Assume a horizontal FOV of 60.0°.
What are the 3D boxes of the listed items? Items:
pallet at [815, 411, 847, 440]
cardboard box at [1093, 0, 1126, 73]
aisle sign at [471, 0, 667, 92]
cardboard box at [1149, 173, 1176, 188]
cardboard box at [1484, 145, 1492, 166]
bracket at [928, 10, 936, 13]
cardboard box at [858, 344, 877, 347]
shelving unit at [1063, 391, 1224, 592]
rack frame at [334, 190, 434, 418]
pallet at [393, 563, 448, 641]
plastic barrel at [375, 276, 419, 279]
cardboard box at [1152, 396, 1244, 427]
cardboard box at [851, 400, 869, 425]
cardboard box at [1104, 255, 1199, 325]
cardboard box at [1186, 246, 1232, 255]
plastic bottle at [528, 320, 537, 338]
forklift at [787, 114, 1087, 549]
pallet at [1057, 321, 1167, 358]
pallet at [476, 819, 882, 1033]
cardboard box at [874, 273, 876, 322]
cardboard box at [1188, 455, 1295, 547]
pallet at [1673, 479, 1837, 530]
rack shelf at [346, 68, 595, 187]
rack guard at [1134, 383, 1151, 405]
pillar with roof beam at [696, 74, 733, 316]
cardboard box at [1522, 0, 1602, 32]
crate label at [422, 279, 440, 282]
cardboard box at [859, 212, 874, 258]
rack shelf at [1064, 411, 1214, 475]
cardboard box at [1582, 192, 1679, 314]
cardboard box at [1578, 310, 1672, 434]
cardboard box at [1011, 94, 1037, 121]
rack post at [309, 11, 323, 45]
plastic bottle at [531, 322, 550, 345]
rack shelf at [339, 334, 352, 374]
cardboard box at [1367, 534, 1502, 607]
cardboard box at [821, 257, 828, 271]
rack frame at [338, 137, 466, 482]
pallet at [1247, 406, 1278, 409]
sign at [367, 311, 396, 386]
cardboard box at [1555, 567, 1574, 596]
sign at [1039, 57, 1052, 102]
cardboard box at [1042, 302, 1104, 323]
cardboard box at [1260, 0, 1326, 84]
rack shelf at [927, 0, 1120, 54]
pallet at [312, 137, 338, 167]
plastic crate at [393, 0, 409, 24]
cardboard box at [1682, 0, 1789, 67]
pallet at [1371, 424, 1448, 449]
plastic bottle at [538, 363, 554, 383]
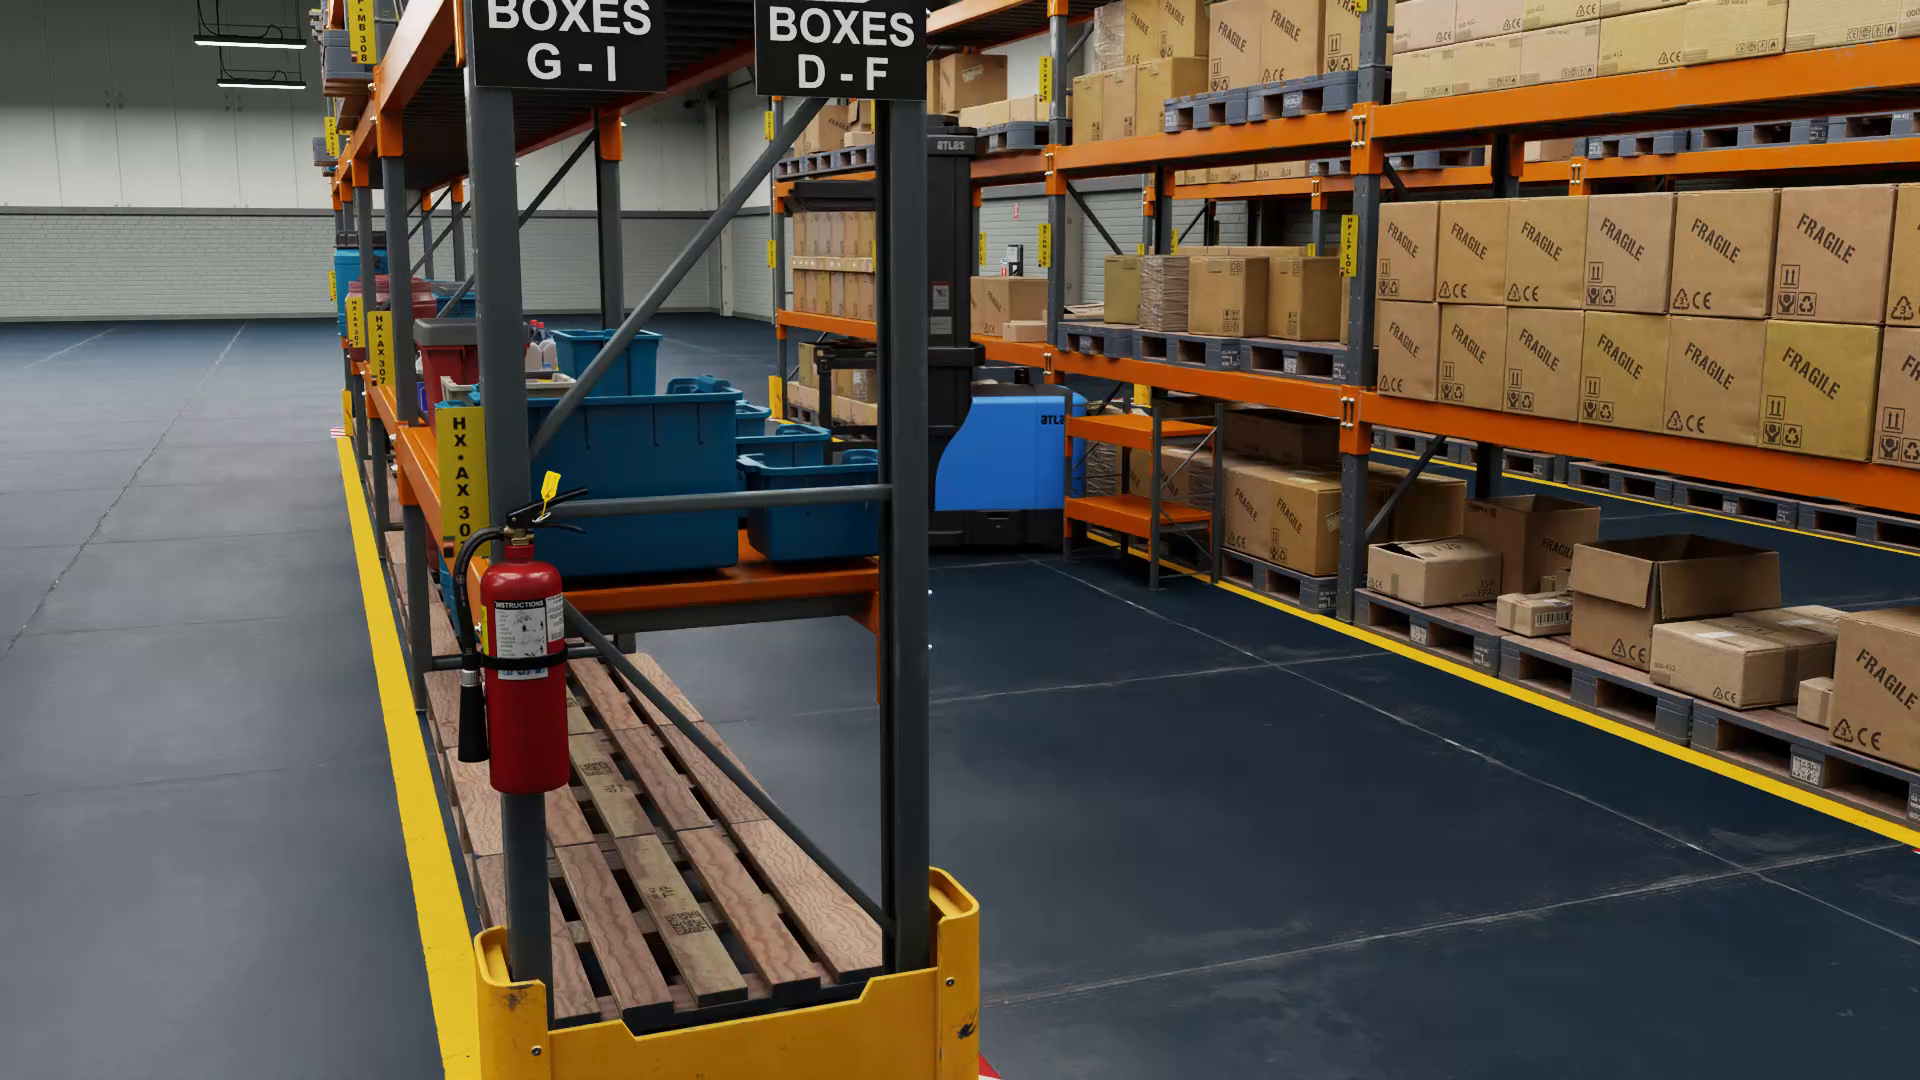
[{"bbox_3d":[-0.987,-1.311,18.690,1.003,0.211,1.213,-4,11,-21],"label":"pallet"},{"bbox_3d":[1.309,-3.646,12.148,0.500,0.500,0.500,-4,11,-21],"label":"cardboard box"},{"bbox_3d":[-0.809,-1.330,3.406,0.394,0.787,0.004,-4,11,-21],"label":"aisle sign"},{"bbox_3d":[2.762,-4.786,21.352,0.500,0.500,0.500,-4,11,-19],"label":"cardboard box"},{"bbox_3d":[5.389,-3.769,15.629,0.797,0.503,0.637,-2,10,-13],"label":"cardboard box"},{"bbox_3d":[-0.595,-9.855,31.351,0.235,0.232,0.430,-4,11,-21],"label":"bracket"},{"bbox_3d":[-0.894,-1.997,19.090,0.500,0.500,0.500,-4,11,-21],"label":"cardboard box"},{"bbox_3d":[1.149,-0.340,10.621,0.538,1.125,1.048,-5,11,-27],"label":"shelving unit"},{"bbox_3d":[-6.360,-2.692,18.486,1.000,3.000,0.127,-4,11,-21],"label":"rack frame"},{"bbox_3d":[-2.698,0.312,9.563,1.003,0.211,1.213,-4,11,-21],"label":"pallet"},{"bbox_3d":[-4.502,-1.816,13.175,0.433,0.535,0.433,0,10,0],"label":"plastic barrel"},{"bbox_3d":[1.739,-0.908,12.199,0.500,0.250,0.500,-3,11,-19],"label":"cardboard box"},{"bbox_3d":[-0.836,-1.349,17.594,0.500,0.250,0.500,-4,11,-21],"label":"cardboard box"},{"bbox_3d":[1.490,-1.860,12.326,0.700,0.500,0.500,-9,13,-40],"label":"cardboard box"},{"bbox_3d":[3.118,-3.362,20.488,0.500,0.500,0.500,-4,11,-23],"label":"cardboard box"},{"bbox_3d":[-2.484,-1.107,9.721,0.144,0.351,0.185,-4,11,-21],"label":"plastic bottle"},{"bbox_3d":[-0.676,-1.419,11.531,3.031,2.935,1.130,-1,10,-6],"label":"forklift"},{"bbox_3d":[1.468,-1.499,12.329,1.213,0.211,1.003,-4,11,-21],"label":"pallet"},{"bbox_3d":[-0.825,1.156,4.819,1.003,0.211,1.213,-4,11,-21],"label":"pallet"},{"bbox_3d":[-0.459,-2.474,16.976,0.700,0.500,0.500,-4,11,-22],"label":"cardboard box"},{"bbox_3d":[1.808,-0.258,10.687,0.500,0.500,0.500,-4,11,-20],"label":"cardboard box"},{"bbox_3d":[6.427,-0.309,13.056,1.003,0.211,1.213,-4,11,-21],"label":"pallet"},{"bbox_3d":[-2.736,-2.182,9.111,1.077,0.370,4.000,-4,11,-21],"label":"rack shelf"},{"bbox_3d":[2.901,-2.077,22.170,1.175,0.500,0.348,-4,11,-21],"label":"rack guard"},{"bbox_3d":[-10.950,-10.838,47.155,9.100,9.000,0.548,-4,11,-21],"label":"pillar with roof beam"},{"bbox_3d":[2.905,-2.437,7.489,0.500,0.250,0.500,-4,11,-21],"label":"cardboard box"},{"bbox_3d":[-5.441,-2.426,16.891,0.502,0.435,0.616,-4,11,-21],"label":"crate label"},{"bbox_3d":[-0.643,-3.195,17.326,0.700,0.500,0.500,-4,11,-21],"label":"cardboard box"},{"bbox_3d":[1.149,-0.628,10.570,0.538,0.278,1.000,-5,11,-27],"label":"rack shelf"},{"bbox_3d":[3.076,-1.241,7.191,0.500,0.500,0.500,-4,11,-19],"label":"cardboard box"},{"bbox_3d":[3.091,-0.747,7.270,0.500,0.500,0.500,-4,11,-22],"label":"cardboard box"},{"bbox_3d":[0.733,-3.464,13.494,0.500,0.250,0.500,-4,11,-19],"label":"cardboard box"},{"bbox_3d":[-6.205,-5.268,17.266,0.937,0.300,0.954,-3,10,-15],"label":"rack post"},{"bbox_3d":[-2.368,-1.055,9.429,0.144,0.351,0.185,-4,11,-21],"label":"plastic bottle"},{"bbox_3d":[-5.635,-2.011,16.714,1.077,0.370,4.000,-4,11,-21],"label":"rack shelf"},{"bbox_3d":[2.557,0.143,8.973,0.500,0.311,0.500,-4,11,-21],"label":"cardboard box"},{"bbox_3d":[-1.332,-3.086,18.567,0.380,0.149,0.250,-4,11,-22],"label":"cardboard box"},{"bbox_3d":[-4.910,-2.039,14.816,1.000,3.000,0.127,-4,11,-21],"label":"rack frame"},{"bbox_3d":[4.047,-1.402,19.198,1.003,0.211,1.213,-4,11,-21],"label":"pallet"},{"bbox_3d":[-2.525,-0.835,7.256,0.100,0.325,0.005,-4,11,-21],"label":"sign"},{"bbox_3d":[3.349,0.258,8.326,0.500,0.311,0.500,-4,11,-21],"label":"cardboard box"},{"bbox_3d":[0.637,-3.436,12.404,0.100,0.325,0.005,-4,11,-21],"label":"sign"},{"bbox_3d":[1.014,-1.814,13.807,0.500,0.311,0.500,-4,11,-22],"label":"cardboard box"},{"bbox_3d":[2.229,-3.023,10.015,0.600,0.600,0.600,-4,11,-22],"label":"cardboard box"},{"bbox_3d":[0.432,-4.428,14.317,1.077,0.370,4.000,-4,11,-21],"label":"rack shelf"},{"bbox_3d":[-5.263,-3.534,15.197,1.213,0.211,1.003,-4,11,-21],"label":"pallet"},{"bbox_3d":[-1.817,-1.925,5.986,0.497,0.269,0.590,-4,11,-21],"label":"plastic crate"},{"bbox_3d":[3.260,-2.027,6.613,0.500,0.250,0.500,-4,11,-21],"label":"cardboard box"},{"bbox_3d":[4.607,-1.167,17.881,1.003,0.211,1.213,-4,11,-21],"label":"pallet"},{"bbox_3d":[-2.066,-0.784,8.327,0.097,0.201,0.097,0,10,0],"label":"plastic bottle"}]
